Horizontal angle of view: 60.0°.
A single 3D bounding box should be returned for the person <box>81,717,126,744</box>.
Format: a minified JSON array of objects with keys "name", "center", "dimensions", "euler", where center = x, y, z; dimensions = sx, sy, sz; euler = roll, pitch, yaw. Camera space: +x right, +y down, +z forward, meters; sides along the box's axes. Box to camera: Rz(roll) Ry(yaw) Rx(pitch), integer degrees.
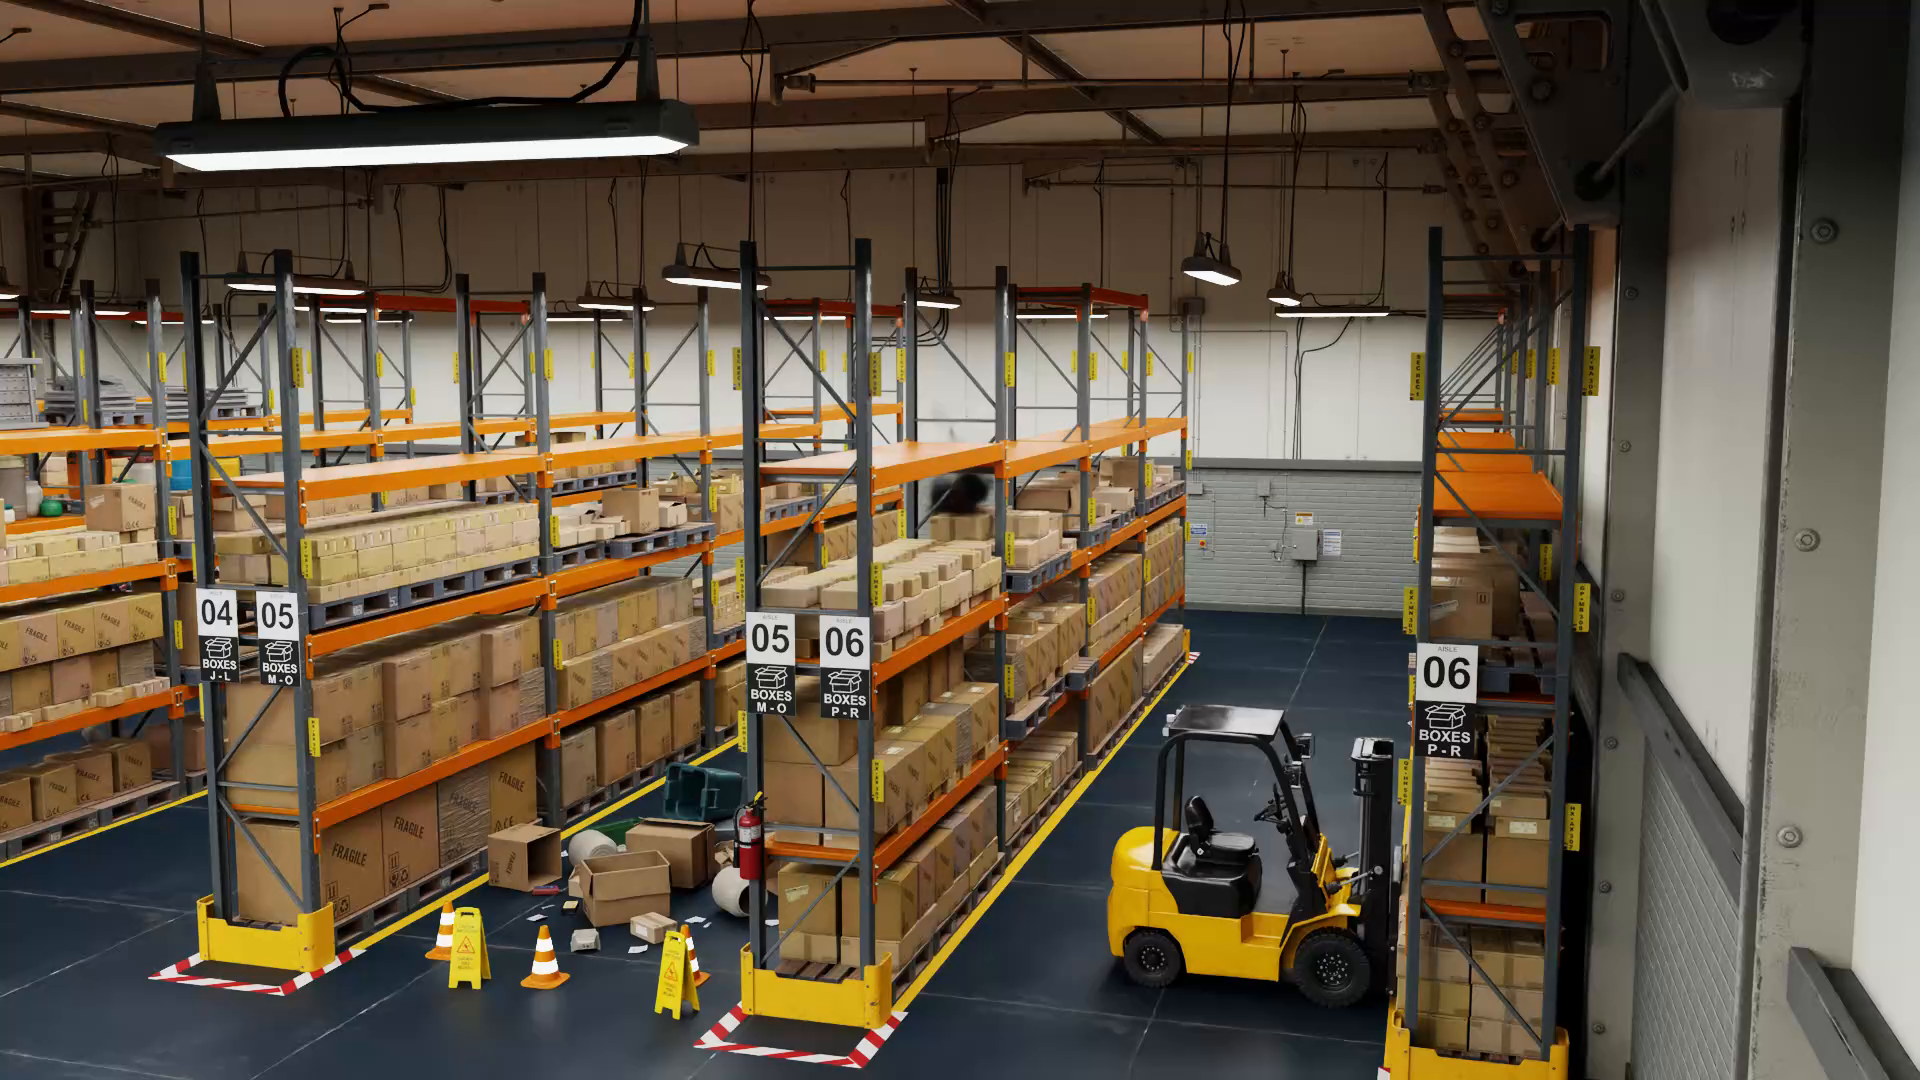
[{"name":"person","center":[-10.585,1.990,20.583],"dimensions":[0.652,1.773,0.653],"euler":[0,6,4]}]
